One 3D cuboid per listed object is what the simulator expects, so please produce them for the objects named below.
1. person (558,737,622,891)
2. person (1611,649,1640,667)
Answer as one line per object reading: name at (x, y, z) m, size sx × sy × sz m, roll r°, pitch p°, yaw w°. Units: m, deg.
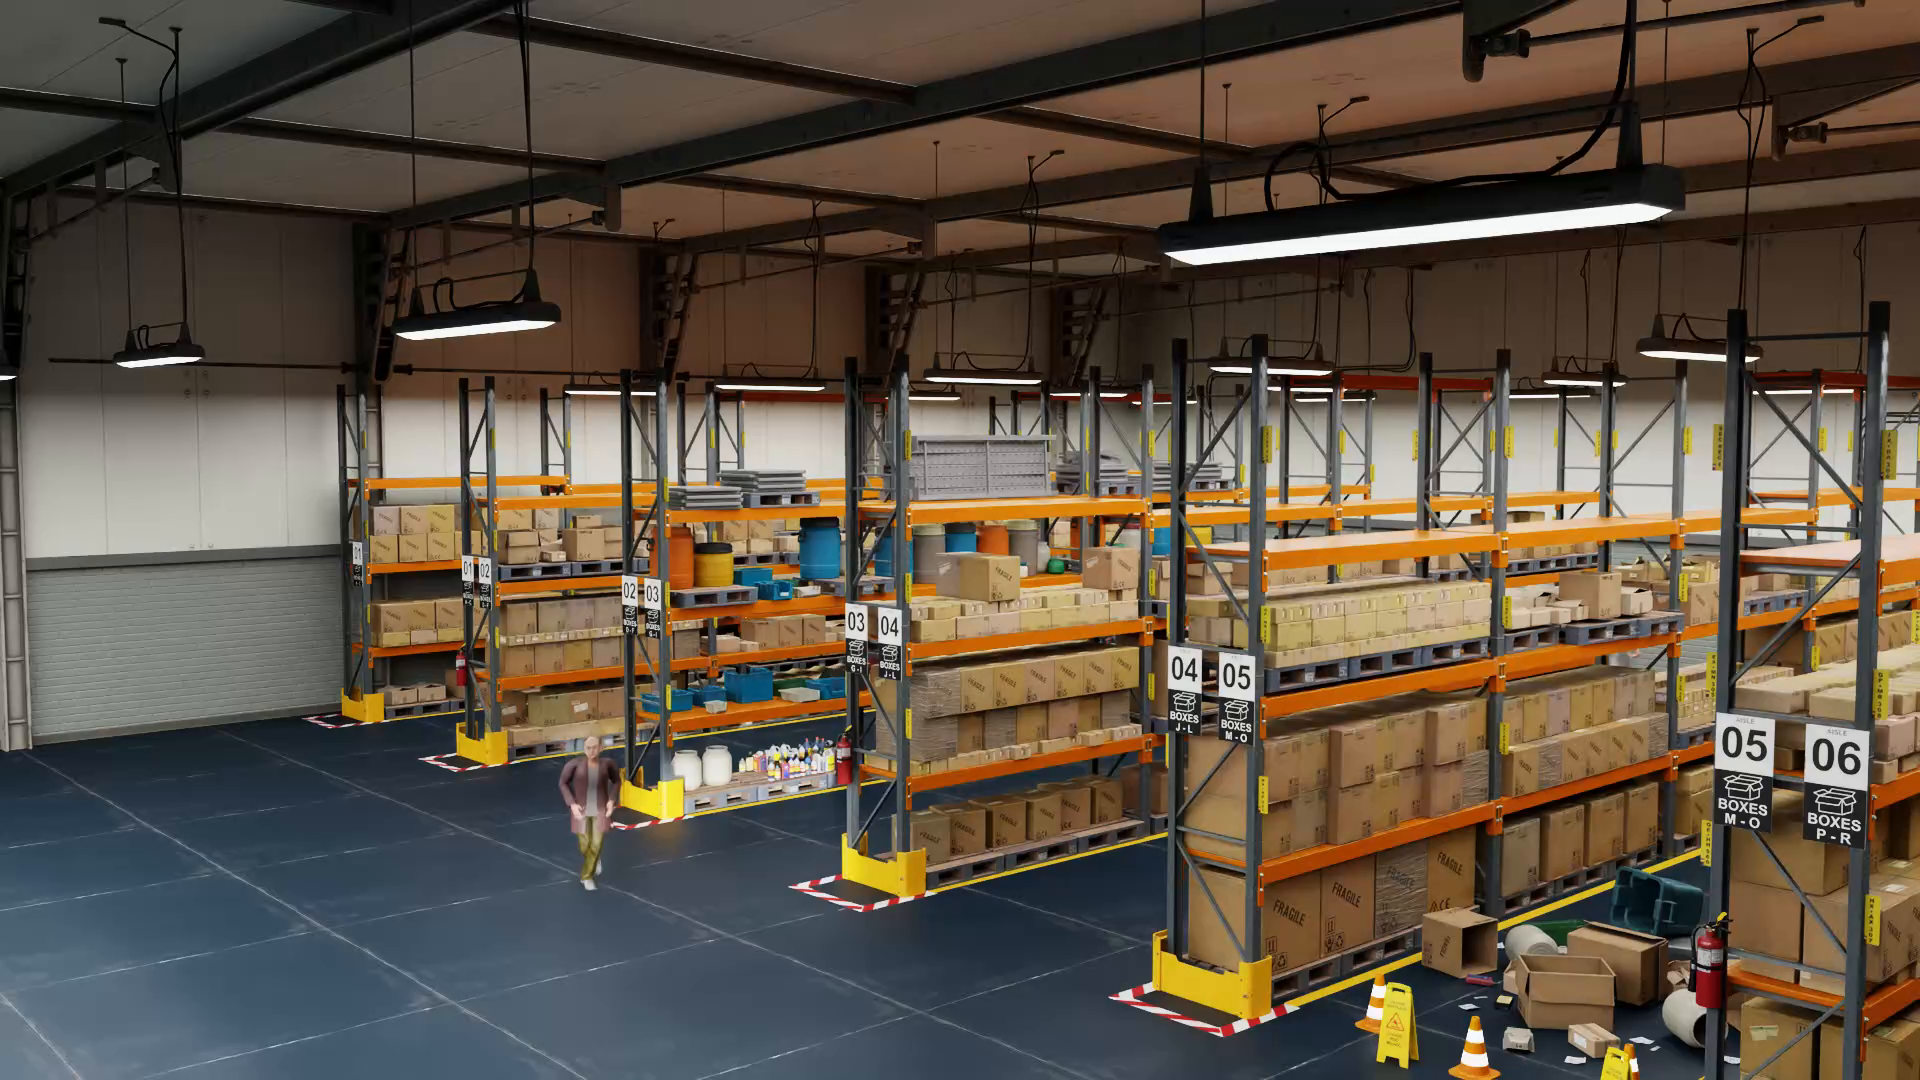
person at (-4.204, 3.072, 18.931) m, size 0.708 × 1.735 × 0.649 m, roll -1°, pitch 4°, yaw -13°
person at (12.341, 2.346, 31.015) m, size 0.575 × 1.589 × 0.819 m, roll 0°, pitch 4°, yaw 4°
